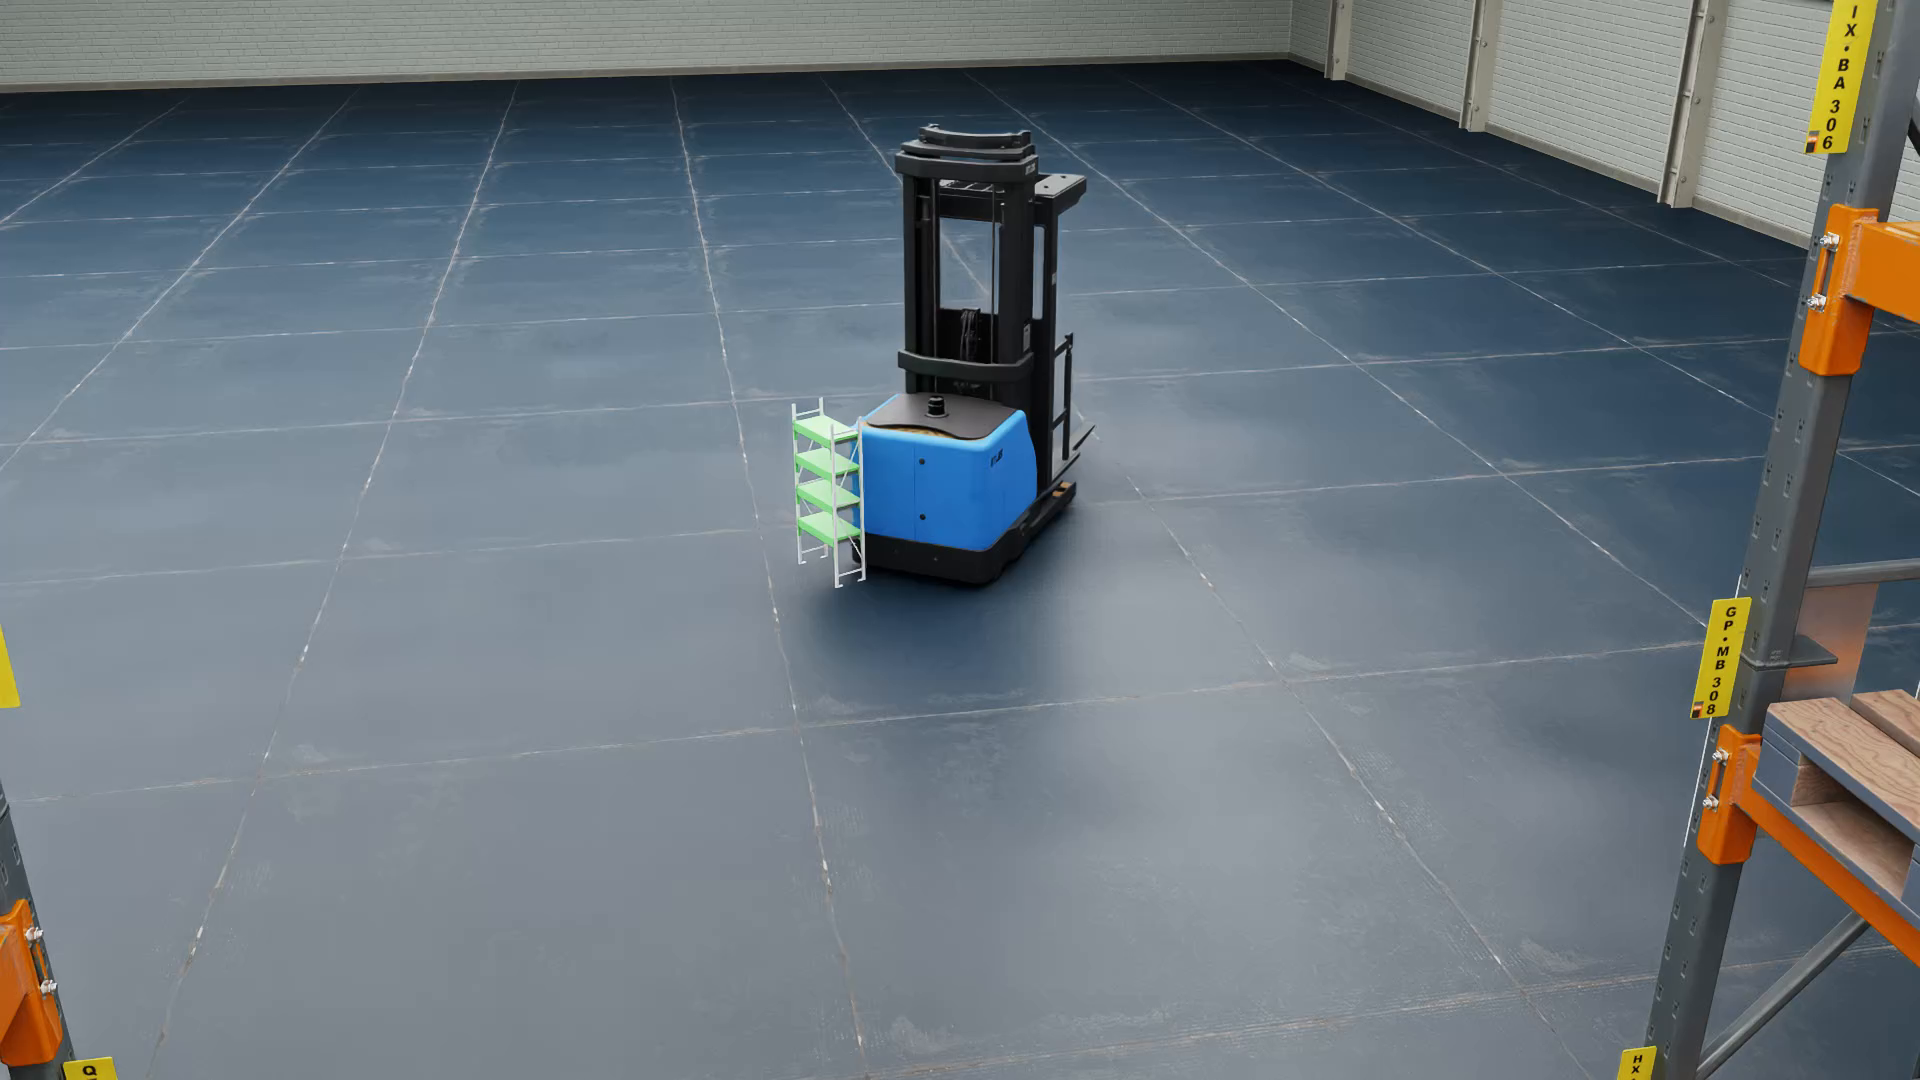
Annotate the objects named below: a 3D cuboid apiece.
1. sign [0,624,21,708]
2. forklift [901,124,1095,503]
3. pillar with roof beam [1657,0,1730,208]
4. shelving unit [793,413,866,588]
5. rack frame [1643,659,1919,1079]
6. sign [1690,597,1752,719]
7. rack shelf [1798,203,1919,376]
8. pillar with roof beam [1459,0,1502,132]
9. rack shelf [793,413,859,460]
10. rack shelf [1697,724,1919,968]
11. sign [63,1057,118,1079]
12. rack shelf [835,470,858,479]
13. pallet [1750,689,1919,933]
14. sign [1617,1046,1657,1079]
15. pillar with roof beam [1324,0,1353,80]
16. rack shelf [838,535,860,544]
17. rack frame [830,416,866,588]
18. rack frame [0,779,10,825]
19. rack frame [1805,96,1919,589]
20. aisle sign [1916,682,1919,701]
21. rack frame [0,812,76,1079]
[{"bbox_3d":[-1.913,0.184,3.227,0.100,0.325,0.005,-4,24,-10],"label":"sign"},{"bbox_3d":[0.259,-1.608,12.270,1.121,2.935,3.031,9,25,20],"label":"forklift"},{"bbox_3d":[5.562,-8.401,20.243,9.100,9.000,0.400,-4,24,-10],"label":"pillar with roof beam"},{"bbox_3d":[-0.902,-0.325,11.495,0.258,1.200,0.492,-16,28,-33],"label":"shelving unit"},{"bbox_3d":[2.406,1.631,4.767,1.000,3.000,0.127,-4,24,-10],"label":"rack frame"},{"bbox_3d":[1.864,0.291,4.076,0.100,0.325,0.005,-4,24,-10],"label":"sign"},{"bbox_3d":[2.776,0.182,1.990,1.077,0.370,4.000,-4,24,-10],"label":"rack shelf"},{"bbox_3d":[4.453,-10.761,25.647,9.100,9.000,0.400,-4,24,-10],"label":"pillar with roof beam"},{"bbox_3d":[-0.905,-0.708,11.333,0.258,0.148,0.480,-16,28,-33],"label":"rack shelf"},{"bbox_3d":[2.776,1.373,2.510,1.077,0.370,4.000,-4,24,-10],"label":"rack shelf"},{"bbox_3d":[-1.913,1.289,3.709,0.100,0.325,0.005,-4,24,-10],"label":"sign"},{"bbox_3d":[-0.905,-0.515,11.418,0.199,0.029,0.442,-16,28,-33],"label":"rack shelf"},{"bbox_3d":[2.463,0.676,3.443,1.003,0.211,1.213,-4,24,-10],"label":"pallet"},{"bbox_3d":[1.864,1.543,4.623,0.100,0.325,0.005,-4,24,-10],"label":"sign"},{"bbox_3d":[3.343,-13.121,31.050,9.100,9.000,0.400,-4,24,-10],"label":"pillar with roof beam"},{"bbox_3d":[-0.905,-0.075,11.610,0.199,0.029,0.442,-16,28,-33],"label":"rack shelf"},{"bbox_3d":[-0.761,-0.248,11.319,0.240,1.200,0.015,-16,28,-33],"label":"rack frame"},{"bbox_3d":[-2.462,-0.752,2.727,1.000,3.000,0.127,-4,24,-10],"label":"rack frame"},{"bbox_3d":[2.403,-1.118,3.566,0.949,2.616,0.053,-4,24,-10],"label":"rack frame"},{"bbox_3d":[2.684,0.390,4.362,0.394,0.787,0.004,-4,24,-10],"label":"aisle sign"},{"bbox_3d":[-2.462,1.998,3.928,1.000,3.000,0.127,-4,24,-10],"label":"rack frame"}]
